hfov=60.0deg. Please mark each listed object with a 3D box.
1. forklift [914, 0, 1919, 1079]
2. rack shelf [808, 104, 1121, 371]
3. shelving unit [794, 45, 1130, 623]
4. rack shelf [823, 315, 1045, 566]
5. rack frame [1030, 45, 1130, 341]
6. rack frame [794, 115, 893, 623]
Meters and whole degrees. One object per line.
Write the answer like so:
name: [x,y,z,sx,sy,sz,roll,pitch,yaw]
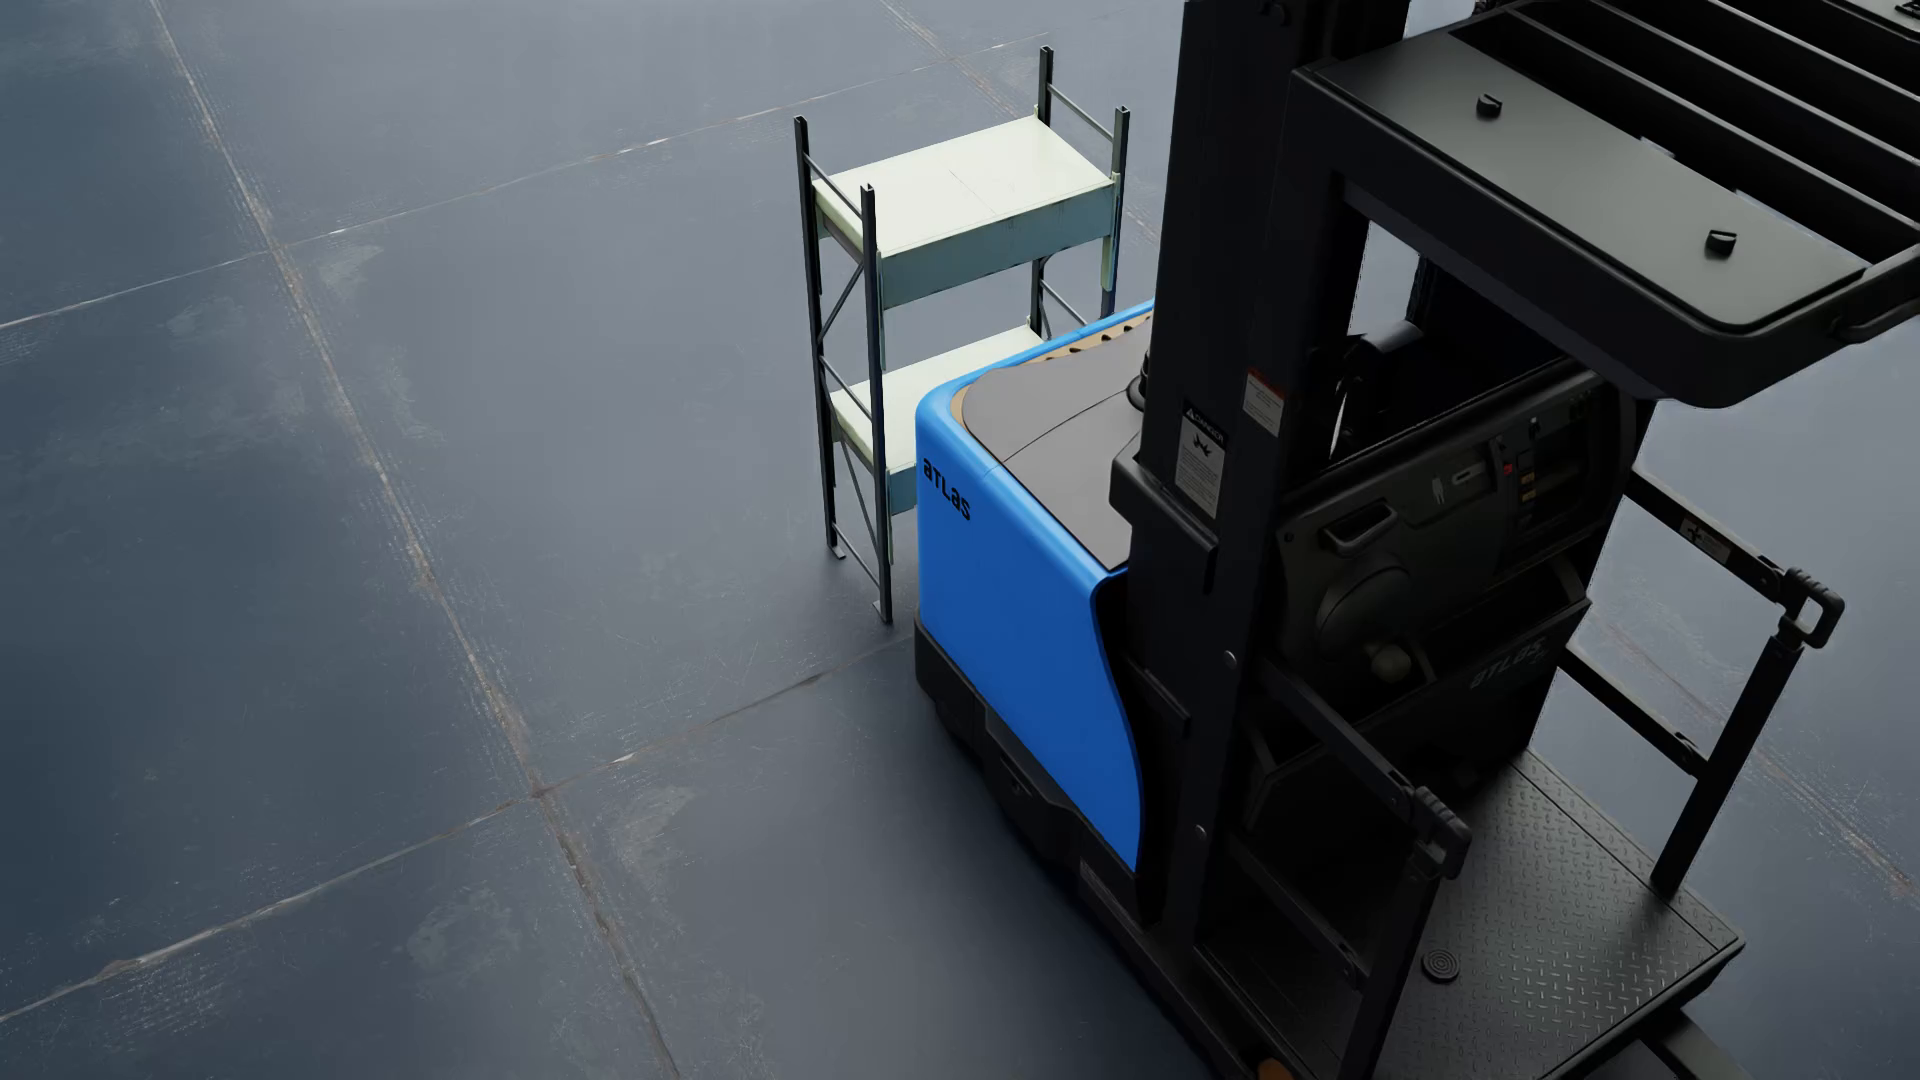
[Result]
forklift: [1.093,0.043,3.101,1.130,2.935,3.031,-24,49,-23]
rack shelf: [0.006,-0.821,4.458,0.720,0.370,0.431,-22,48,-21]
shelving unit: [0.006,-0.541,4.730,0.755,1.500,0.431,-22,48,-21]
rack shelf: [0.006,-0.307,4.957,0.720,0.370,0.431,-22,48,-21]
rack frame: [0.323,-0.668,4.861,0.023,1.500,0.400,-22,48,-21]
rack frame: [-0.312,-0.414,4.599,0.023,1.500,0.400,-22,48,-21]
